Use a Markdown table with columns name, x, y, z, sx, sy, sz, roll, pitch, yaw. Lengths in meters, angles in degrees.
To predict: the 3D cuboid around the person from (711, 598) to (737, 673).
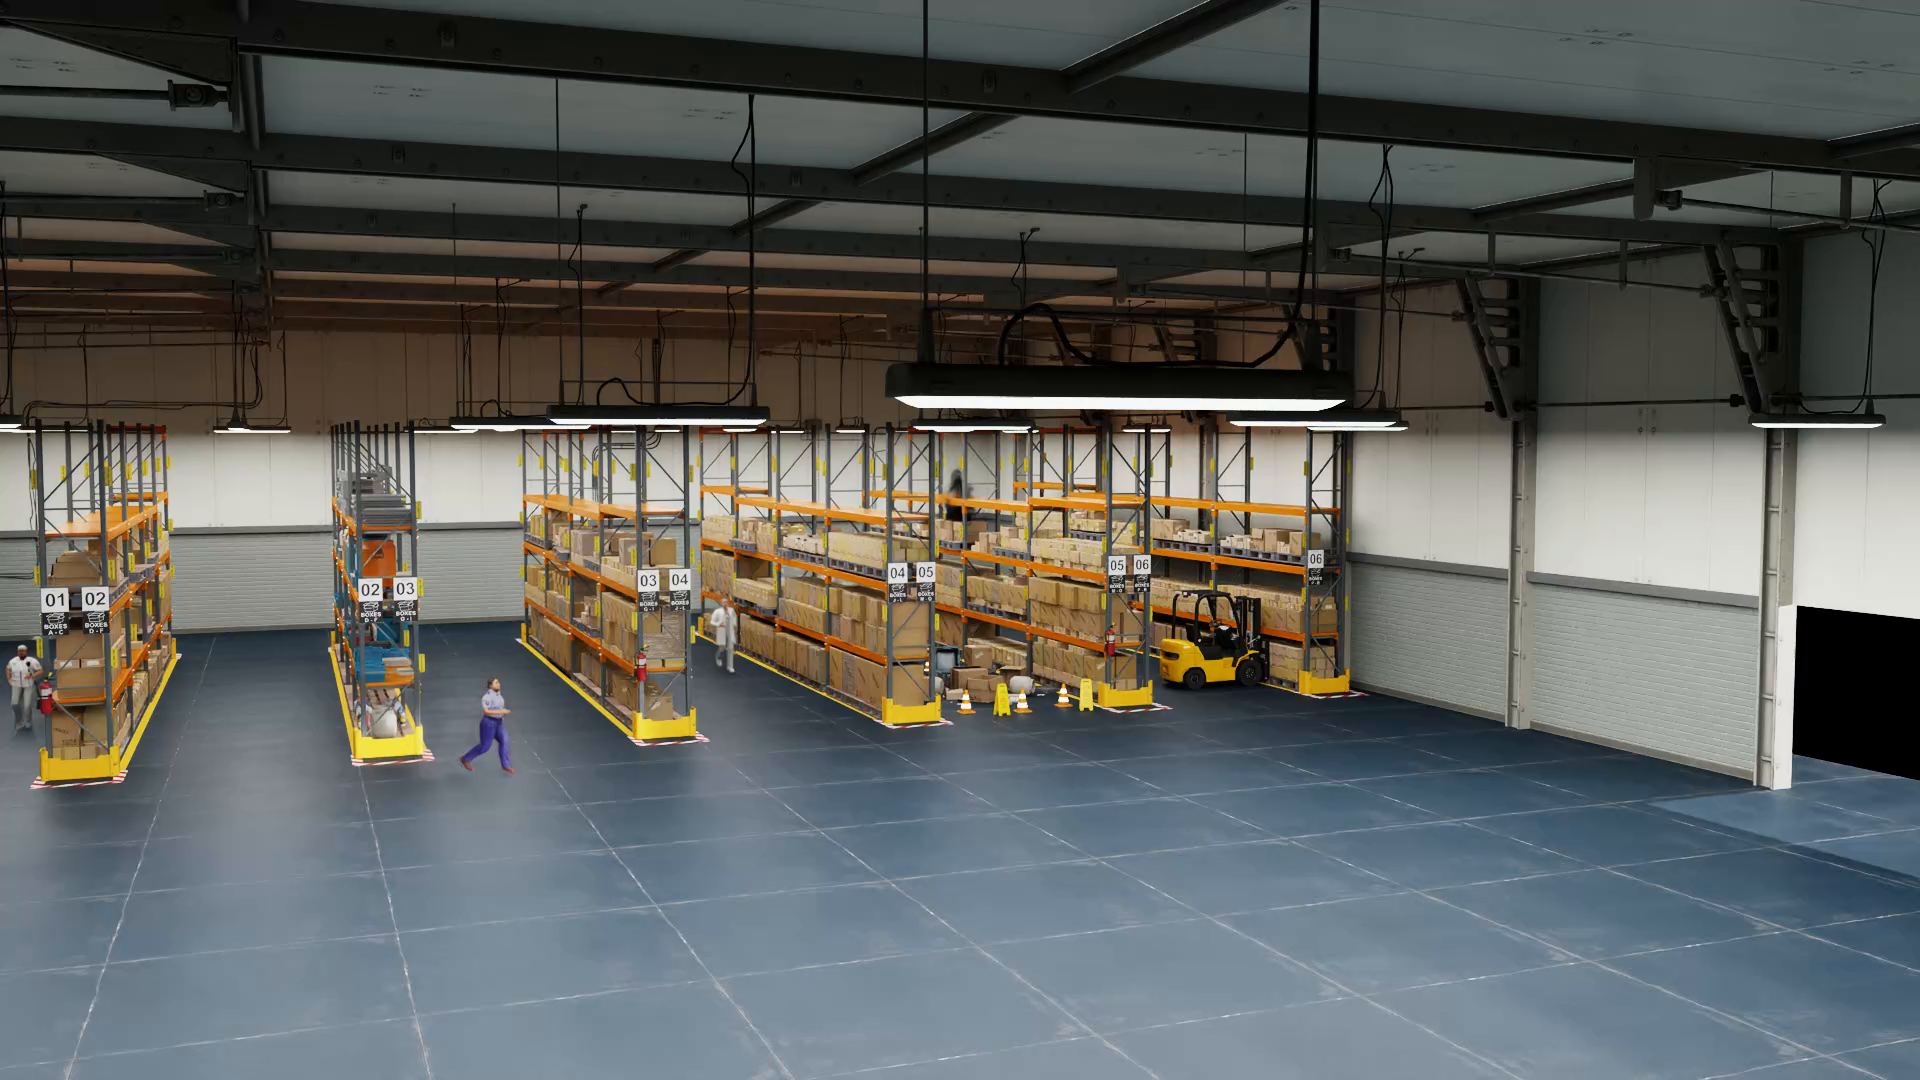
| name | x | y | z | sx | sy | sz | roll | pitch | yaw |
| --- | --- | --- | --- | --- | --- | --- | --- | --- | --- |
| person | -5.716 | 2.297 | 40.450 | 0.712 | 1.776 | 1.037 | -2 | 4 | -26 |

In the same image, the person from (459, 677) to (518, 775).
| name | x | y | z | sx | sy | sz | roll | pitch | yaw |
| --- | --- | --- | --- | --- | --- | --- | --- | --- | --- |
| person | -7.965 | 3.150 | 28.145 | 0.933 | 1.672 | 0.615 | 1 | 4 | 10 |

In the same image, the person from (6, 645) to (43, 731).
| name | x | y | z | sx | sy | sz | roll | pitch | yaw |
| --- | --- | --- | --- | --- | --- | --- | --- | --- | --- |
| person | -18.240 | 2.874 | 32.406 | 0.663 | 1.664 | 0.593 | -1 | 4 | -19 |
